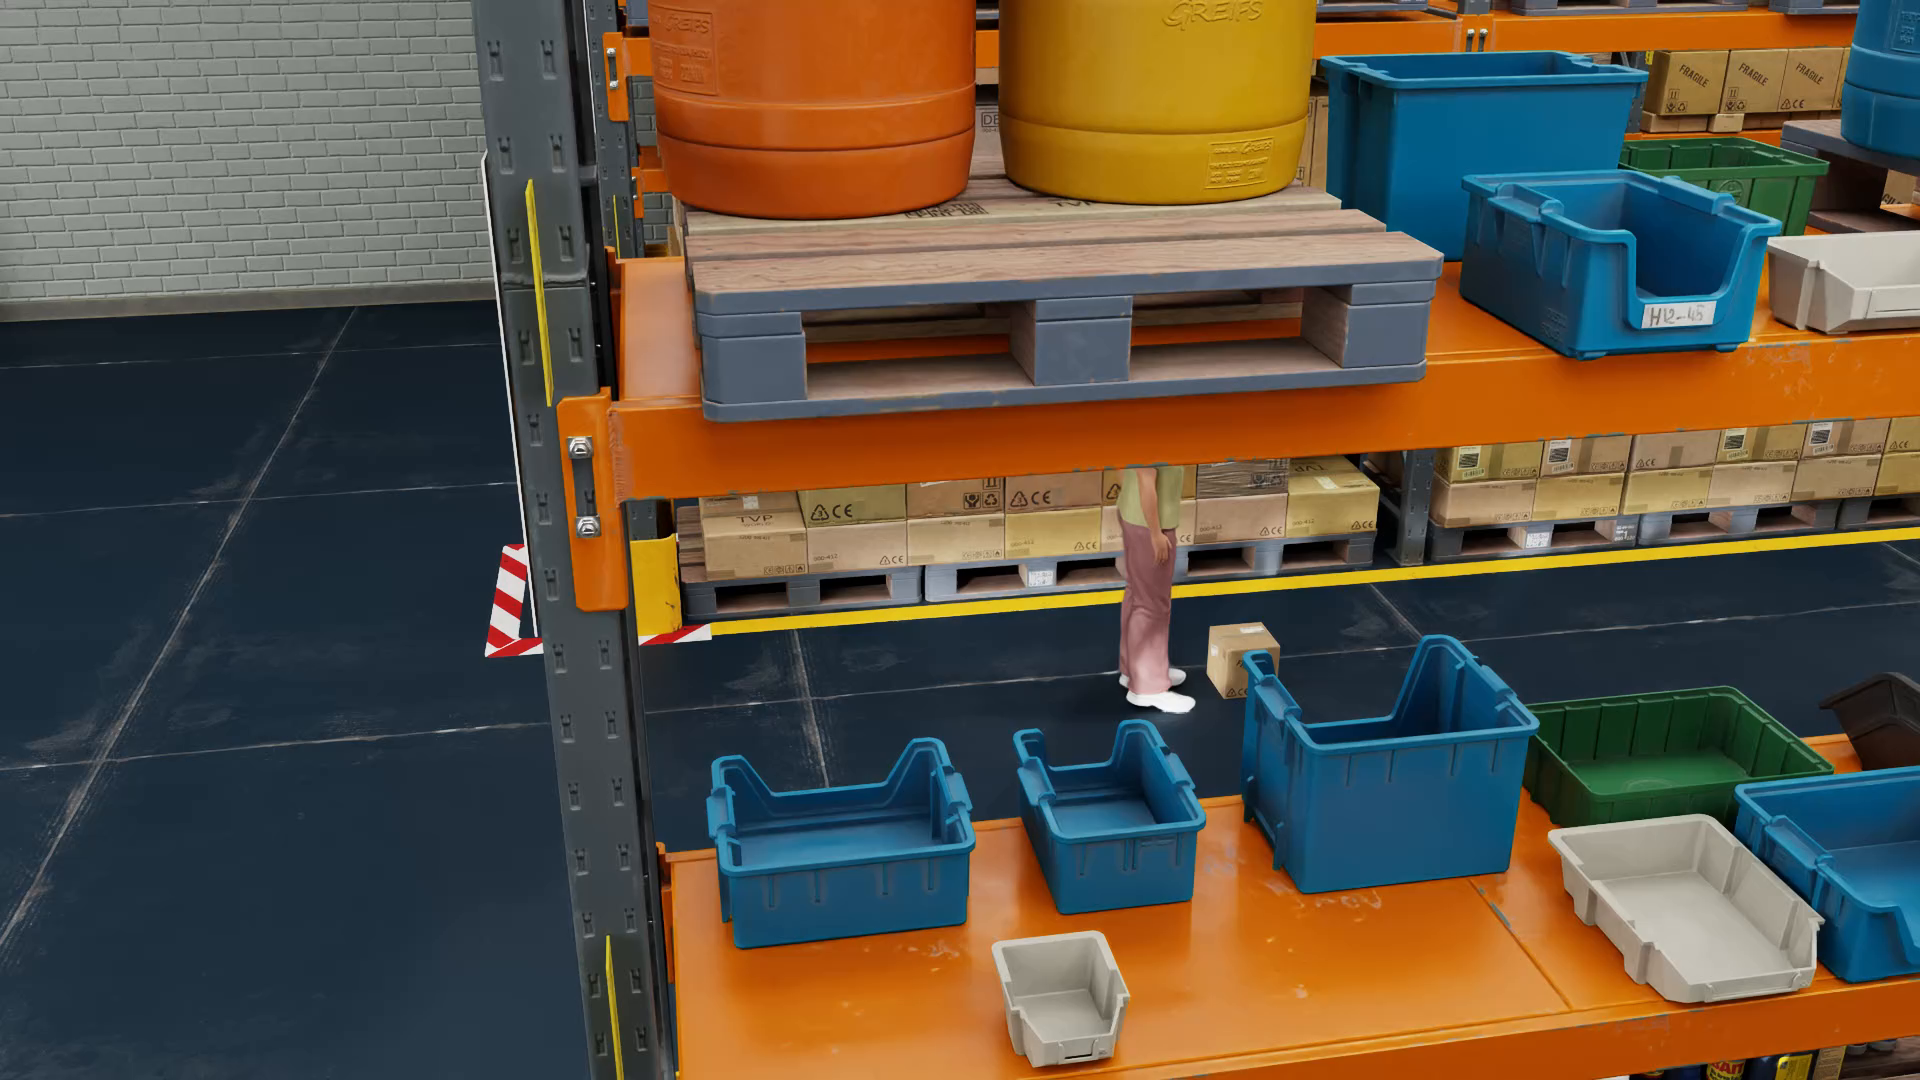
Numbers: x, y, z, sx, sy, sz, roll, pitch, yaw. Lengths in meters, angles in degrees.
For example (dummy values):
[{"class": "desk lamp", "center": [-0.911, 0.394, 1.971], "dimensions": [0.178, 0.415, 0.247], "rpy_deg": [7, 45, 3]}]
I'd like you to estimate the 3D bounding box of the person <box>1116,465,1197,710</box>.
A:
[{"class": "person", "center": [0.834, -0.081, 7.252], "dimensions": [0.419, 1.691, 0.452], "rpy_deg": [-4, 24, -10]}]
